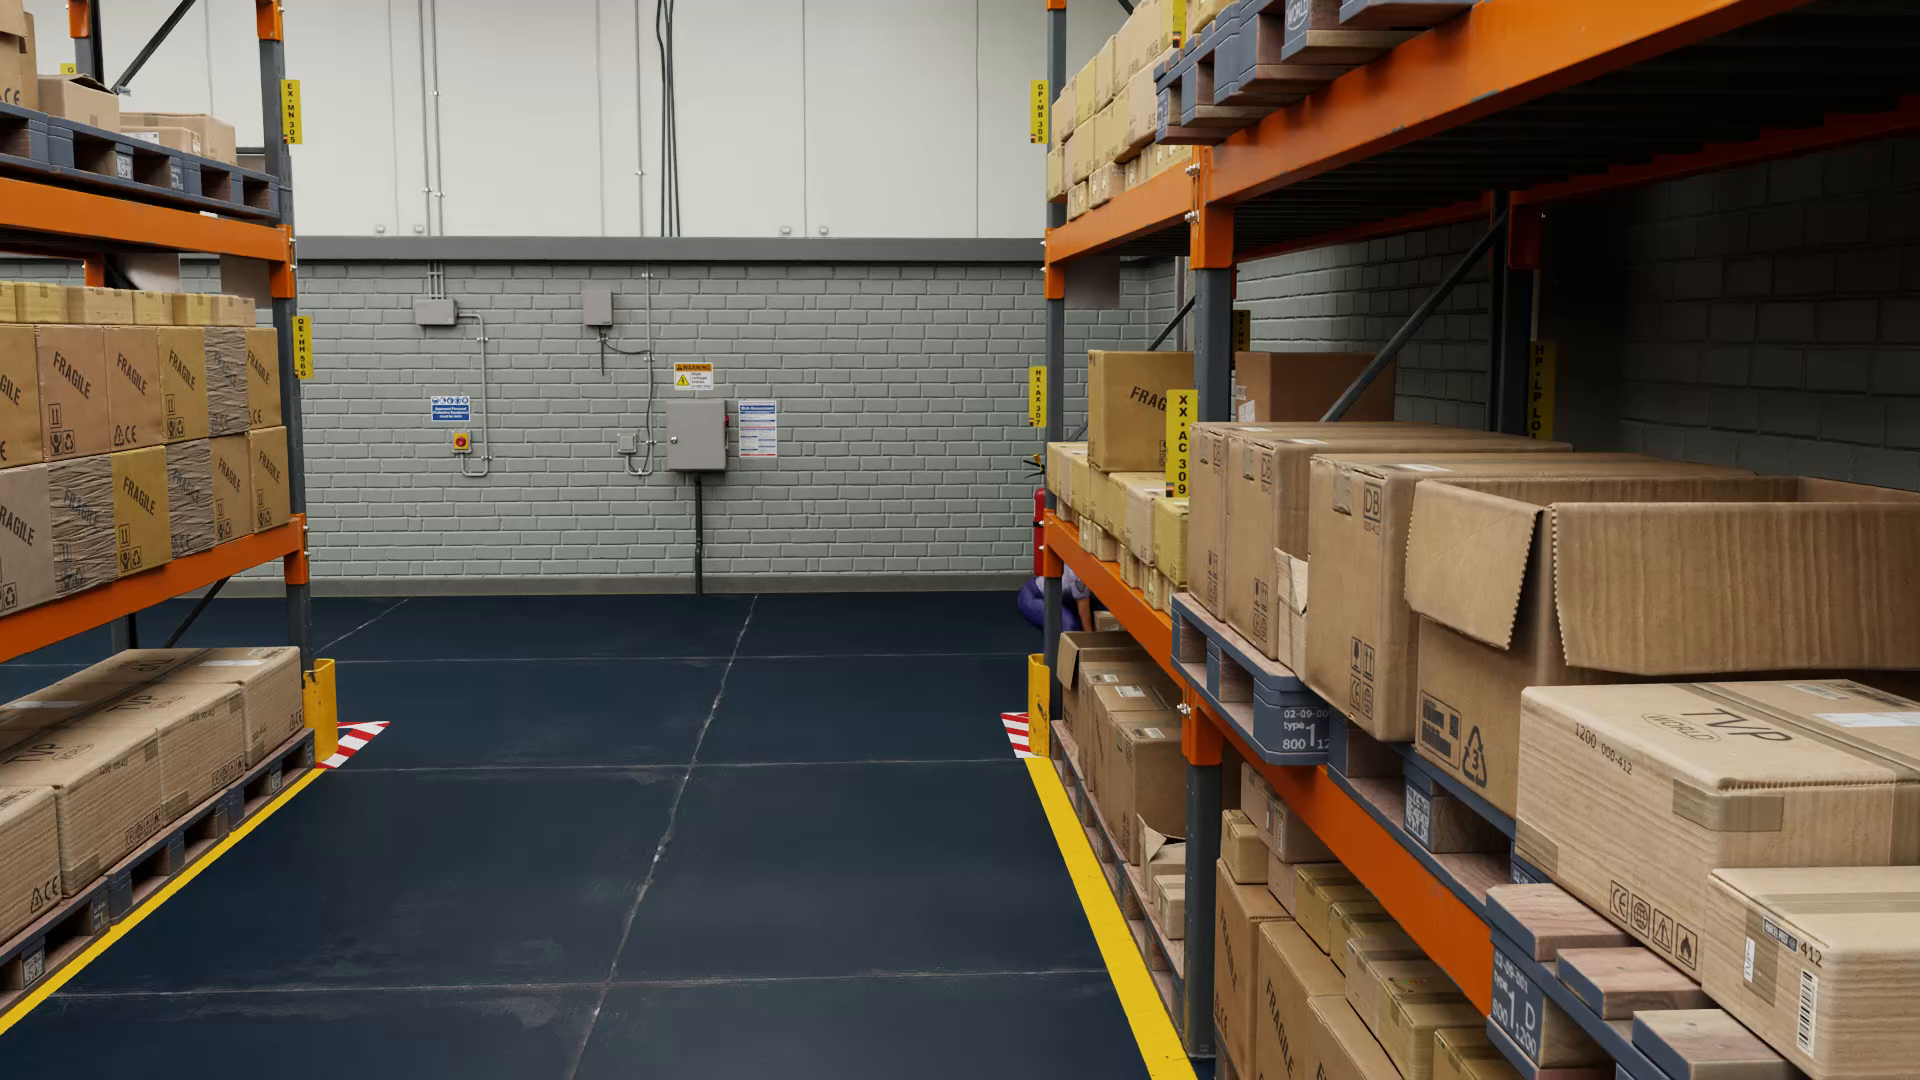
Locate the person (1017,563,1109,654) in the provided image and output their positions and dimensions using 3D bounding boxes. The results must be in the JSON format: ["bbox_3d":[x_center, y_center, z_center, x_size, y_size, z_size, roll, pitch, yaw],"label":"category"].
[{"bbox_3d":[0.806,0.459,11.106,0.888,0.922,0.494,7,10,44],"label":"person"}]
